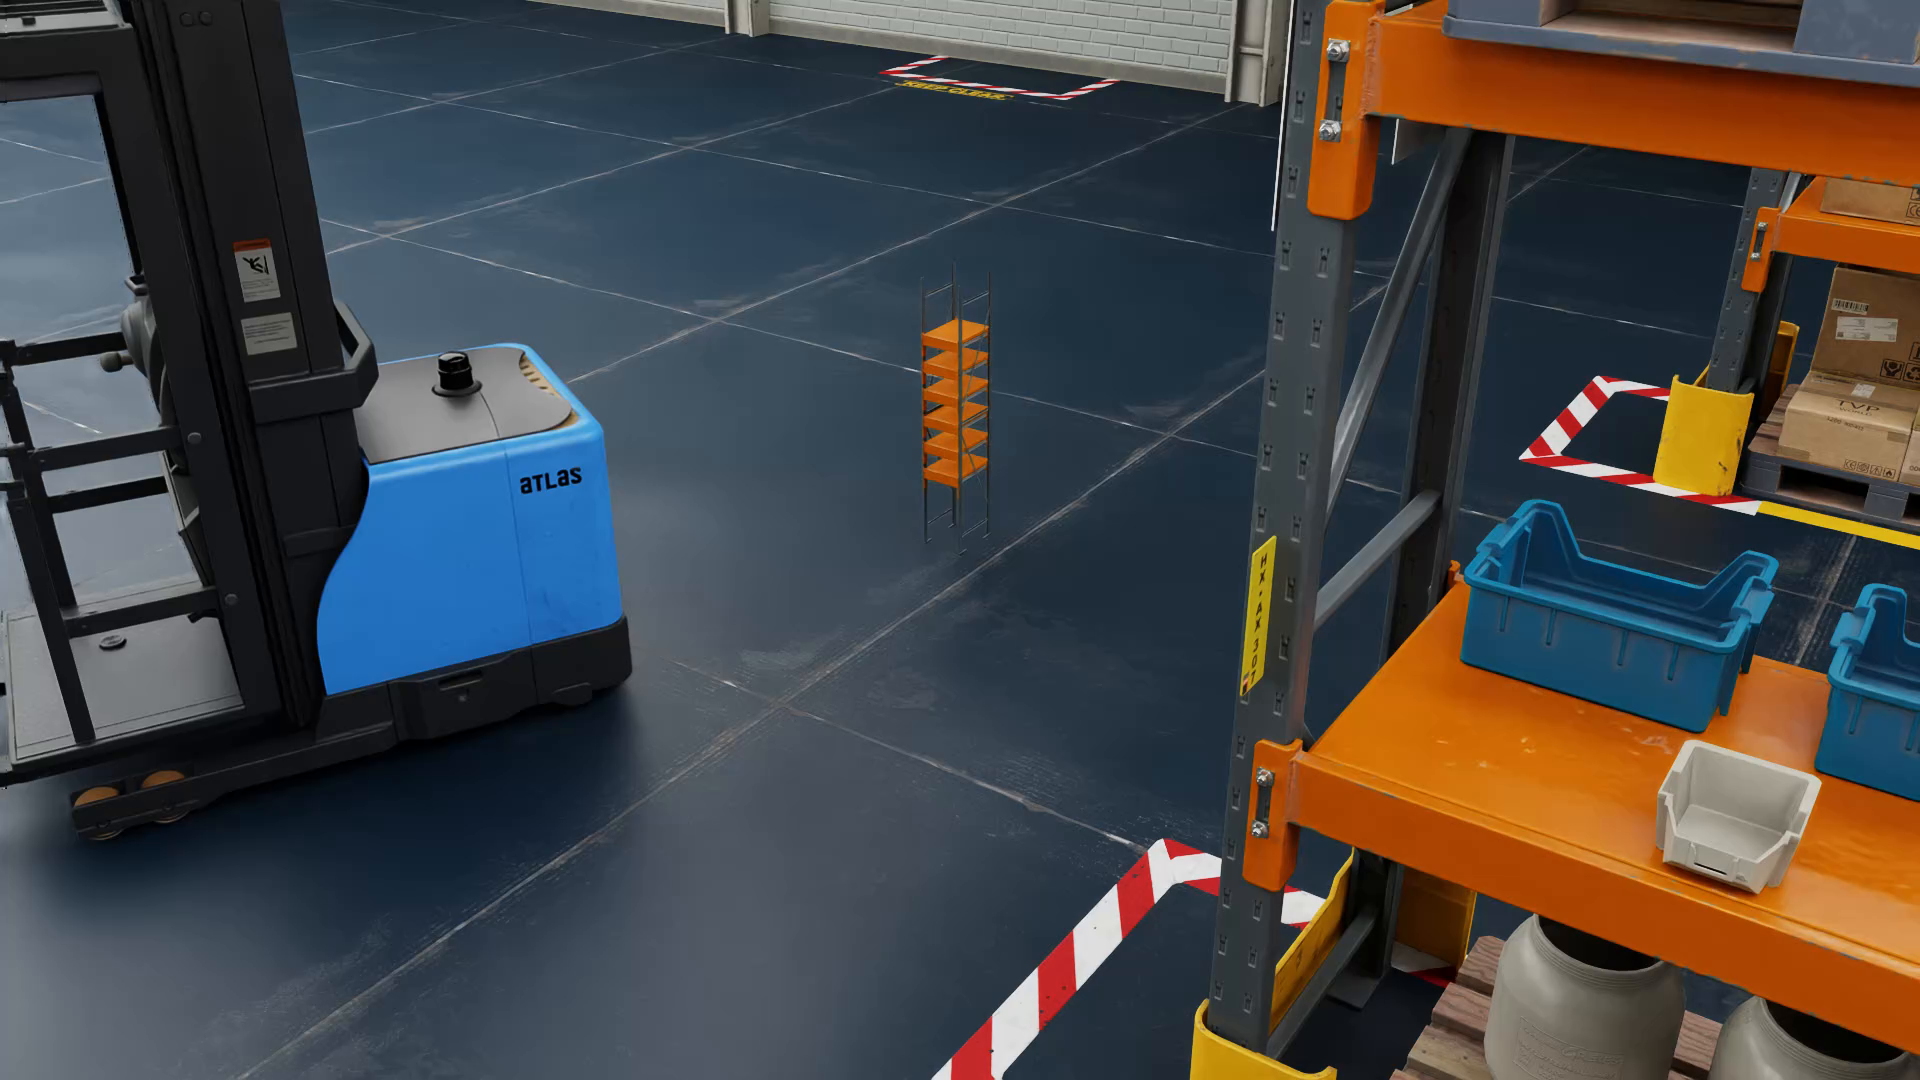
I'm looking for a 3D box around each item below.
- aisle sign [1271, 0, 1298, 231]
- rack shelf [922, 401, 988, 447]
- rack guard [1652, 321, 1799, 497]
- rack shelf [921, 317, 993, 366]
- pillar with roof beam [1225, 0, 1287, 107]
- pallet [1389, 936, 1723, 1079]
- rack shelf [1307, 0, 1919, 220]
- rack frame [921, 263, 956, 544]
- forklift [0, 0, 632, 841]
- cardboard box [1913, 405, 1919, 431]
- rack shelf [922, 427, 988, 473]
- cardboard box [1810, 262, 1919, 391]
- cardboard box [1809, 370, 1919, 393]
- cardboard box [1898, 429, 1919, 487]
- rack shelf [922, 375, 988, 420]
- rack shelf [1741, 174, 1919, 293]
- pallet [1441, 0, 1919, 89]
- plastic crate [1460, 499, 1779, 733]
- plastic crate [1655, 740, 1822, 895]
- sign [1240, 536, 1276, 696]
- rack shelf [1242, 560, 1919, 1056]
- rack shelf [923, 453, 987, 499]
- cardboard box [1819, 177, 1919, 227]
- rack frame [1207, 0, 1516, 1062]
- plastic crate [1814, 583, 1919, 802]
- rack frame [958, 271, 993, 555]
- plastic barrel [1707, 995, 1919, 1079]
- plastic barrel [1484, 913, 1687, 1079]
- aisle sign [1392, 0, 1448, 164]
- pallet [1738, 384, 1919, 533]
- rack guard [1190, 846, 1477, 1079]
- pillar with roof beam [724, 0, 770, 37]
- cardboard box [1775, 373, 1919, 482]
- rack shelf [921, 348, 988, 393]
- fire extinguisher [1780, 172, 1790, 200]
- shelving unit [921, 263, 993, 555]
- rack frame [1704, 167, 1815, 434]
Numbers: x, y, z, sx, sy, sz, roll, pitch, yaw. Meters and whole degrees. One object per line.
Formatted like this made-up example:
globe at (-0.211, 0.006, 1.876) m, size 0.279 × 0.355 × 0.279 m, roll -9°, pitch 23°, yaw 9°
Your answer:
aisle sign at (0.687, -0.994, 3.031) m, size 0.004 × 0.787 × 0.394 m, roll 17°, pitch 32°, yaw 30°
rack shelf at (-0.012, -0.499, 7.005) m, size 0.180 × 0.103 × 0.258 m, roll 17°, pitch 32°, yaw 30°
rack guard at (3.700, -0.670, 8.015) m, size 0.348 × 0.500 × 1.175 m, roll 17°, pitch 32°, yaw 30°
rack shelf at (-0.012, -0.820, 6.842) m, size 0.180 × 0.103 × 0.258 m, roll 17°, pitch 32°, yaw 30°
pillar with roof beam at (0.205, -6.379, 9.864) m, size 0.400 × 9.000 × 9.100 m, roll 17°, pitch 32°, yaw 30°
pallet at (1.668, 1.528, 4.014) m, size 1.213 × 0.211 × 1.003 m, roll 17°, pitch 32°, yaw 30°
rack shelf at (2.561, -0.430, 2.273) m, size 4.000 × 0.370 × 1.077 m, roll 17°, pitch 32°, yaw 30°
rack frame at (-0.087, -0.562, 7.031) m, size 0.006 × 1.200 × 0.240 m, roll 17°, pitch 32°, yaw 30°
forklift at (-2.753, -0.615, 5.226) m, size 3.031 × 2.935 × 1.130 m, roll -14°, pitch 30°, yaw -25°
cardboard box at (4.449, -0.725, 7.110) m, size 0.500 × 0.500 × 0.500 m, roll 17°, pitch 32°, yaw 30°
rack shelf at (-0.012, -0.392, 7.060) m, size 0.180 × 0.103 × 0.258 m, roll 17°, pitch 32°, yaw 30°
cardboard box at (4.331, -1.047, 7.743) m, size 0.500 × 0.500 × 0.500 m, roll 17°, pitch 32°, yaw 30°
cardboard box at (4.329, -0.712, 7.911) m, size 0.500 × 0.250 × 0.500 m, roll 17°, pitch 32°, yaw 30°
cardboard box at (4.450, -0.392, 7.281) m, size 0.500 × 0.250 × 0.500 m, roll 17°, pitch 32°, yaw 30°
rack shelf at (-0.012, -0.606, 6.951) m, size 0.180 × 0.103 × 0.258 m, roll 17°, pitch 32°, yaw 30°
rack shelf at (5.369, -0.944, 6.590) m, size 4.000 × 0.370 × 1.077 m, roll 17°, pitch 32°, yaw 30°
pallet at (1.539, -0.931, 2.672) m, size 1.213 × 0.211 × 1.003 m, roll 17°, pitch 32°, yaw 30°
plastic crate at (1.495, 0.156, 3.800) m, size 0.616 × 0.251 × 0.499 m, roll 17°, pitch 32°, yaw 30°
plastic crate at (1.468, 0.541, 3.171) m, size 0.250 × 0.136 × 0.298 m, roll 17°, pitch 32°, yaw 30°
sign at (0.598, 0.154, 3.335) m, size 0.005 × 0.325 × 0.100 m, roll 17°, pitch 32°, yaw 30°
rack shelf at (2.561, 0.907, 2.953) m, size 4.000 × 0.370 × 1.077 m, roll 17°, pitch 32°, yaw 30°
rack shelf at (-0.012, -0.285, 7.114) m, size 0.180 × 0.103 × 0.258 m, roll 17°, pitch 32°, yaw 30°
cardboard box at (4.098, -1.698, 7.169) m, size 0.500 × 0.500 × 0.700 m, roll 17°, pitch 32°, yaw 30°
rack frame at (0.913, 0.073, 3.799) m, size 0.127 × 3.000 × 1.000 m, roll 17°, pitch 32°, yaw 30°
plastic crate at (2.027, 0.325, 3.468) m, size 0.408 × 0.251 × 0.499 m, roll 17°, pitch 32°, yaw 30°
rack frame at (0.063, -0.515, 6.939) m, size 0.006 × 1.200 × 0.240 m, roll 17°, pitch 32°, yaw 30°
plastic barrel at (1.911, 1.264, 3.739) m, size 0.421 × 0.512 × 0.421 m, roll 0°, pitch 27°, yaw 0°
plastic barrel at (1.498, 1.135, 3.992) m, size 0.421 × 0.512 × 0.421 m, roll 0°, pitch 27°, yaw 0°
aisle sign at (1.021, -1.215, 3.464) m, size 0.004 × 0.787 × 0.394 m, roll 17°, pitch 32°, yaw 30°
pallet at (4.374, -0.354, 7.714) m, size 1.213 × 0.211 × 1.003 m, roll 17°, pitch 32°, yaw 30°
rack guard at (1.002, 1.189, 4.362) m, size 0.348 × 0.500 × 1.175 m, roll 17°, pitch 32°, yaw 30°
pillar with roof beam at (-4.740, -7.920, 12.891) m, size 0.400 × 9.000 × 9.100 m, roll 17°, pitch 32°, yaw 30°
cardboard box at (4.036, -0.519, 7.531) m, size 0.500 × 0.250 × 0.500 m, roll 17°, pitch 32°, yaw 30°
rack shelf at (-0.012, -0.713, 6.896) m, size 0.180 × 0.103 × 0.258 m, roll 17°, pitch 32°, yaw 30°
fire extinguisher at (3.886, -1.947, 7.855) m, size 0.183 × 0.674 × 0.296 m, roll 17°, pitch 32°, yaw 30°
shelving unit at (-0.012, -0.538, 6.985) m, size 0.189 × 1.200 × 0.258 m, roll 17°, pitch 32°, yaw 30°
rack frame at (3.720, -1.778, 7.436) m, size 0.127 × 3.000 × 1.000 m, roll 17°, pitch 32°, yaw 30°
